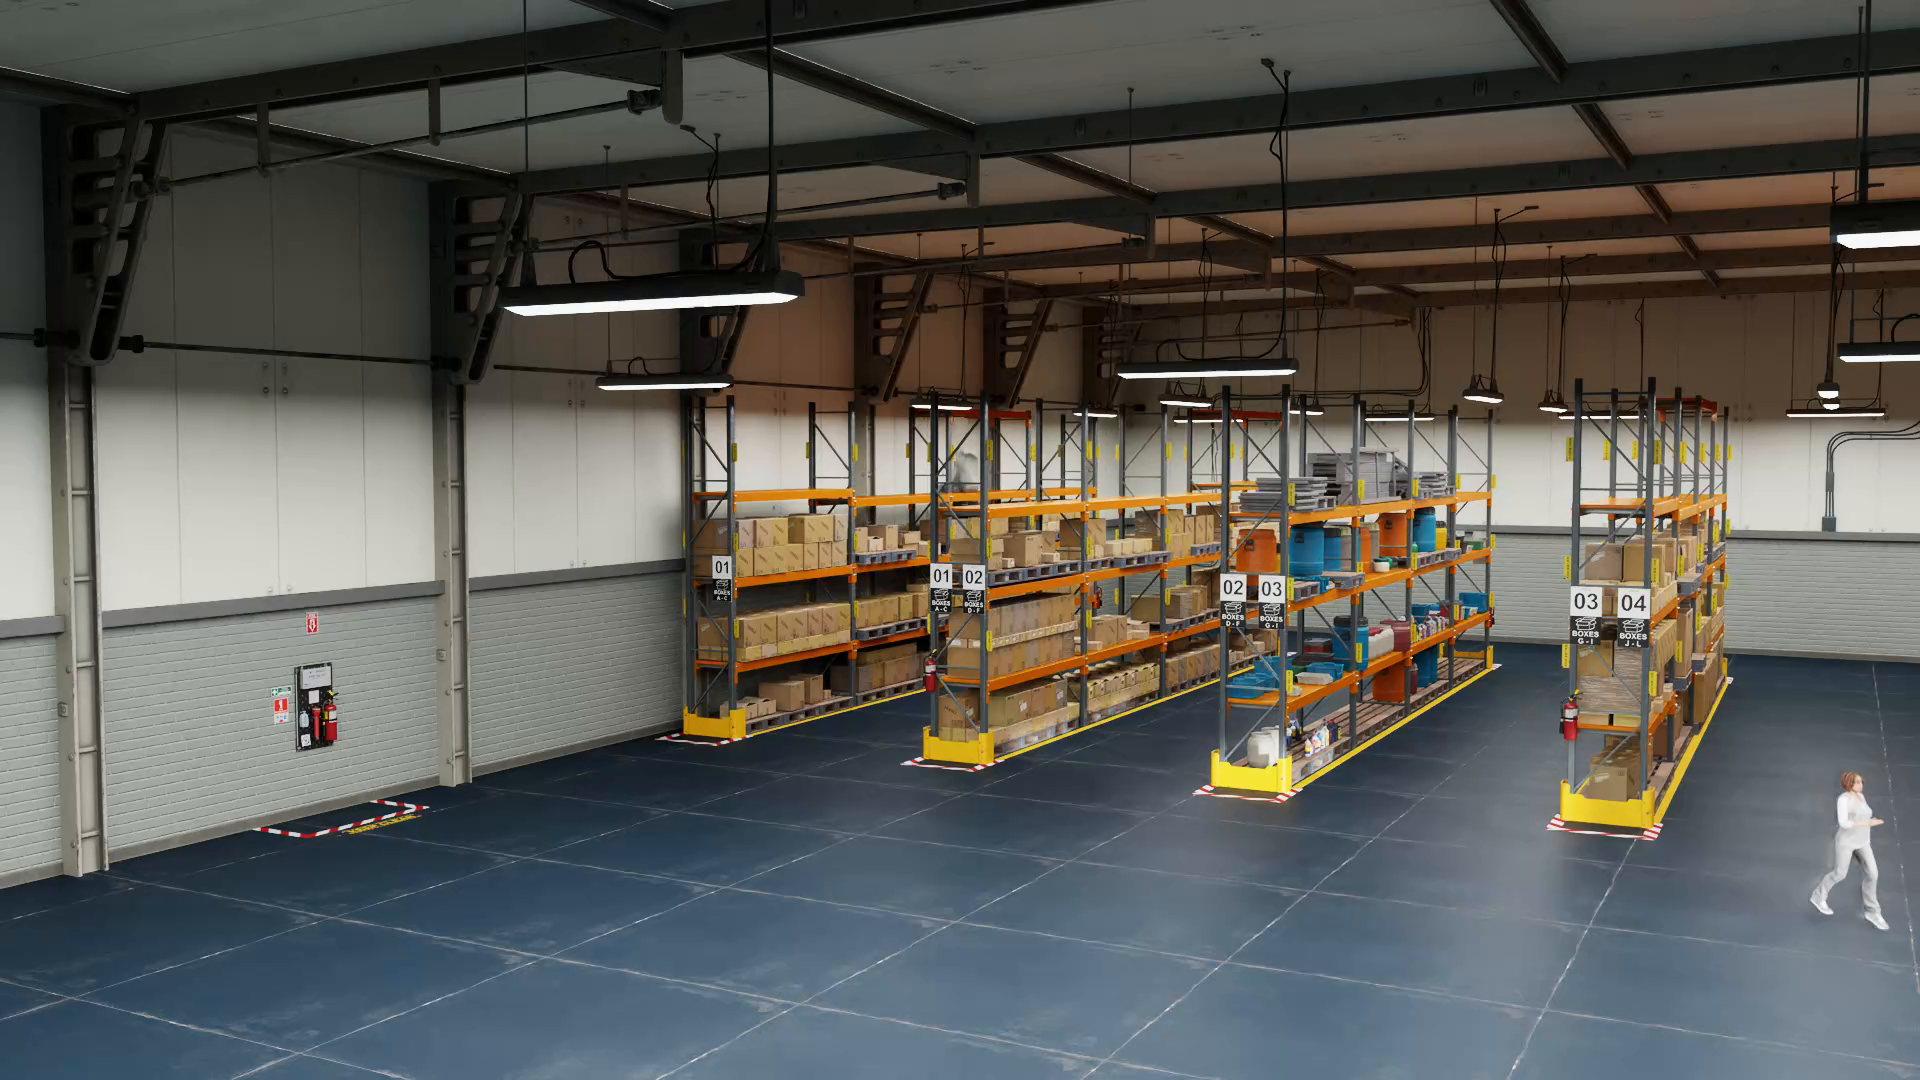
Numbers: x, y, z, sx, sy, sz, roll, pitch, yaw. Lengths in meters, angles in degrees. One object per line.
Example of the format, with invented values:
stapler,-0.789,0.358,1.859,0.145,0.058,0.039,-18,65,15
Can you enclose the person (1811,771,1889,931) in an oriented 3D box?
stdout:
person,9.450,3.268,17.649,0.533,1.602,0.779,-1,3,-25
